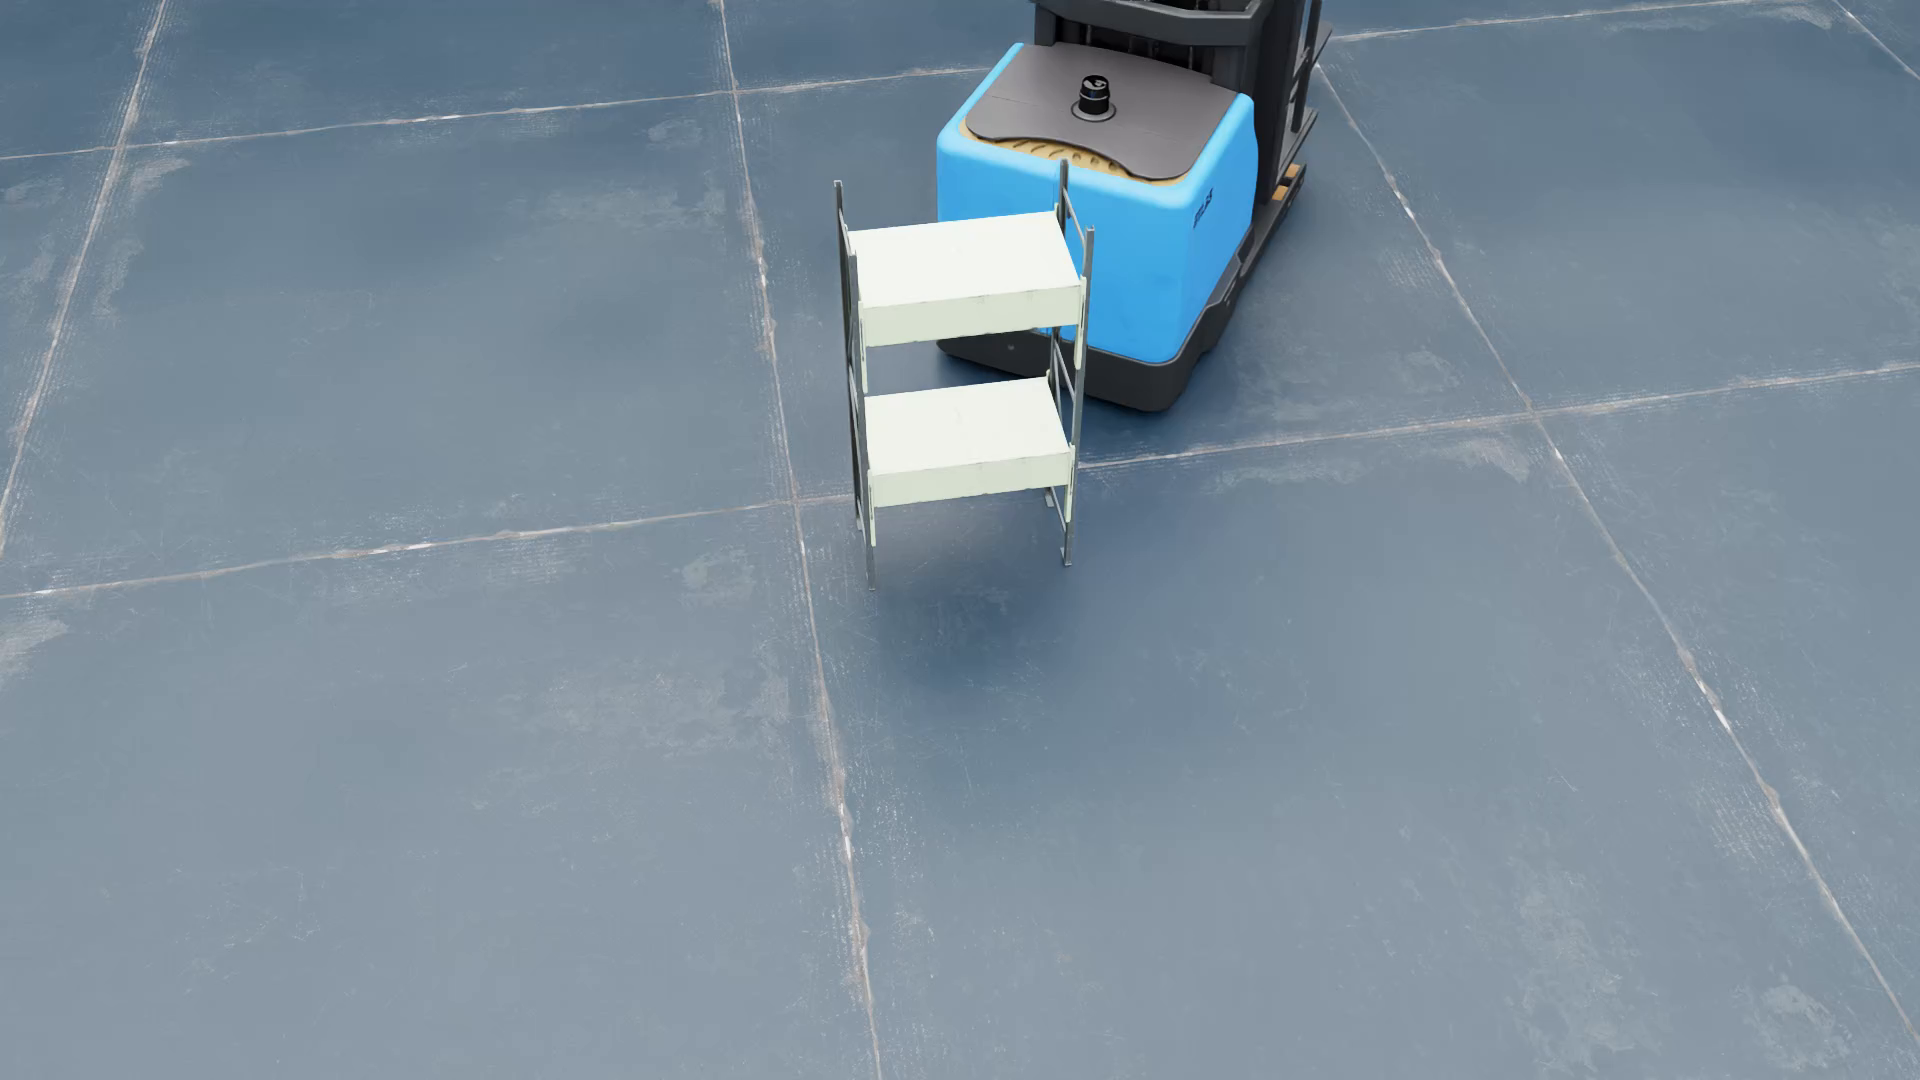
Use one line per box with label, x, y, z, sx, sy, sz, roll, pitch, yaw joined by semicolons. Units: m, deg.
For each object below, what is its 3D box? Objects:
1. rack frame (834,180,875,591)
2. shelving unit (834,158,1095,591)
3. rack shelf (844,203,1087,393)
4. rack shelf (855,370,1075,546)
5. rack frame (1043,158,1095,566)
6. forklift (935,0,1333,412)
rack frame;-0.354;-0.476;5.667;0.023;1.500;0.400;-7;46;-7
shelving unit;0.007;-0.521;5.711;0.755;1.500;0.431;-7;46;-7
rack shelf;0.007;-0.792;5.430;0.720;0.370;0.431;-7;46;-7
rack shelf;0.007;-0.295;5.945;0.720;0.370;0.431;-7;46;-7
rack frame;0.367;-0.566;5.754;0.023;1.500;0.400;-7;46;-7
forklift;0.965;-2.604;6.723;1.130;2.935;3.031;18;49;17
